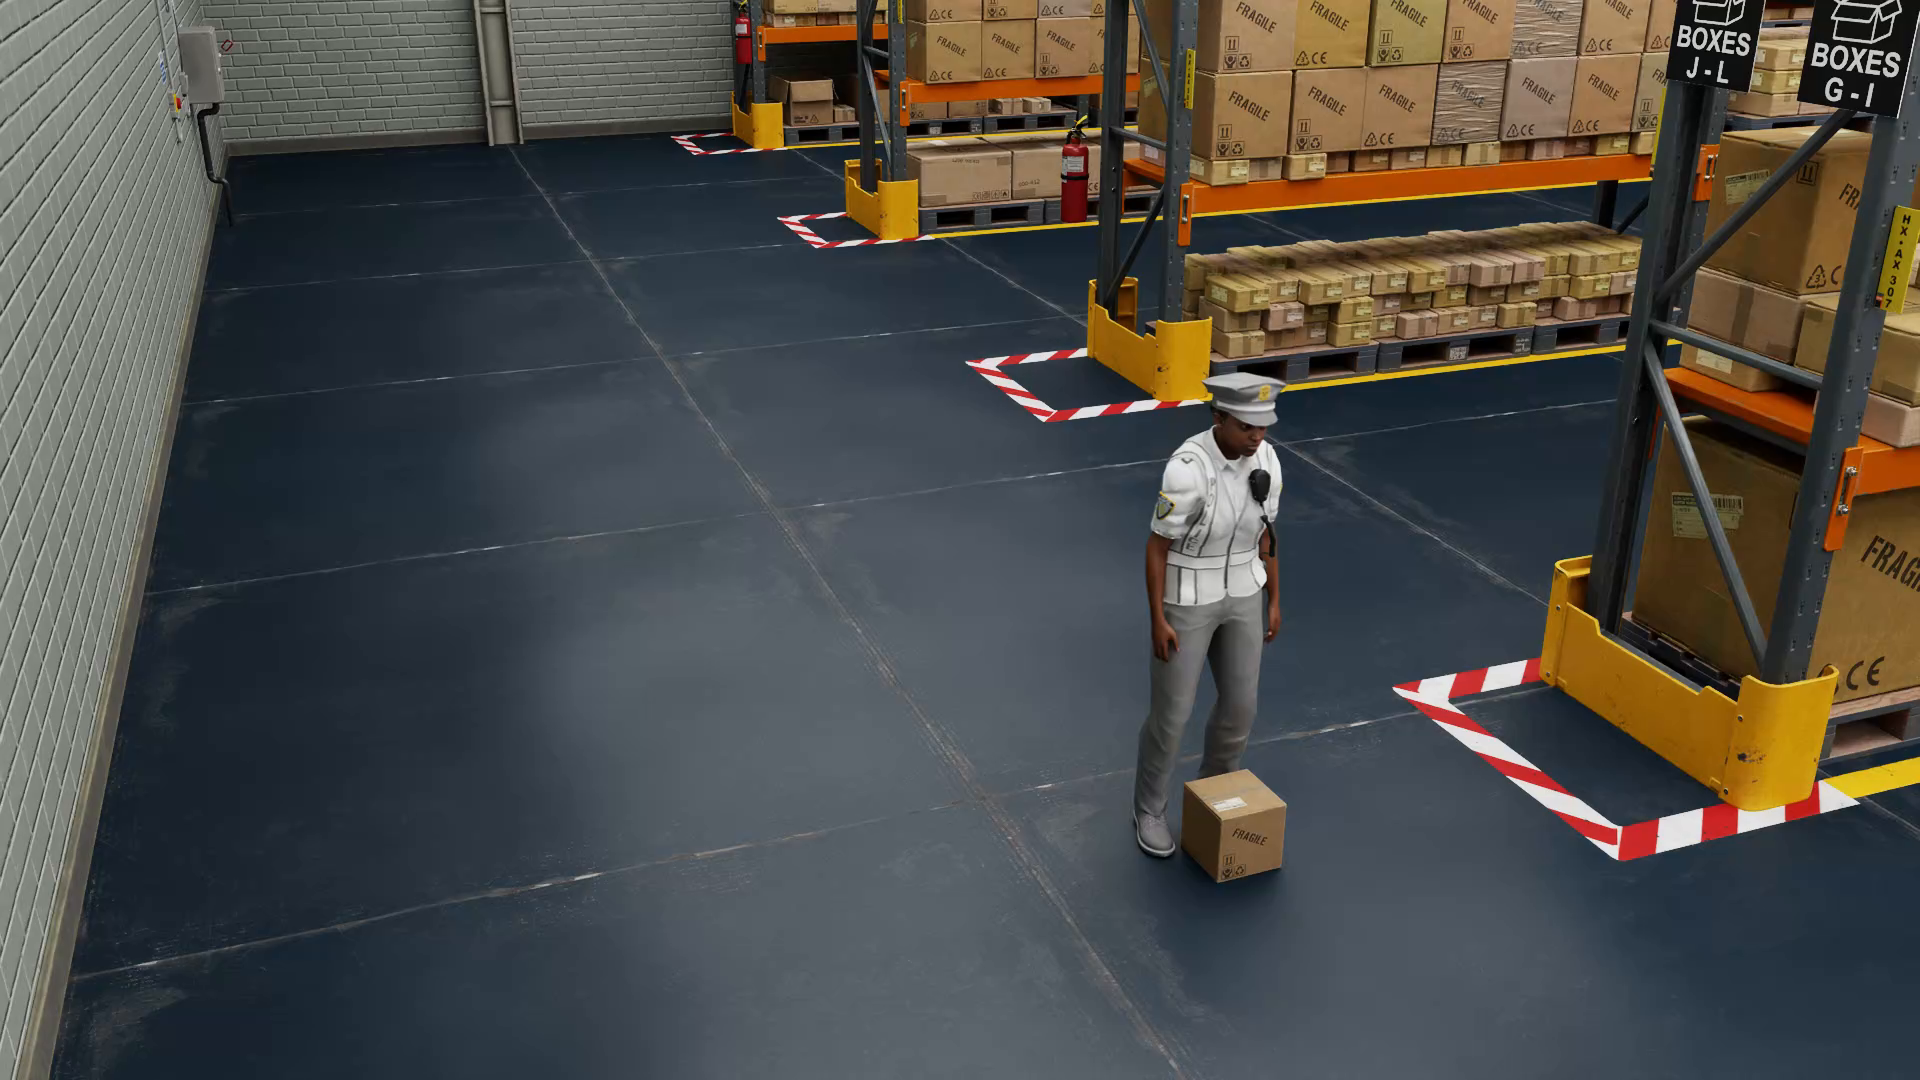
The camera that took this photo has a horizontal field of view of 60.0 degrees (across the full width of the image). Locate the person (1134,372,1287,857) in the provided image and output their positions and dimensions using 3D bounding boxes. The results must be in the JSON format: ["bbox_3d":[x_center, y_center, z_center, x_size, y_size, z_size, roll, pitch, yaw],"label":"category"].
[{"bbox_3d":[0.833,0.229,5.542,0.527,1.662,0.393,-9,24,-21],"label":"person"}]
